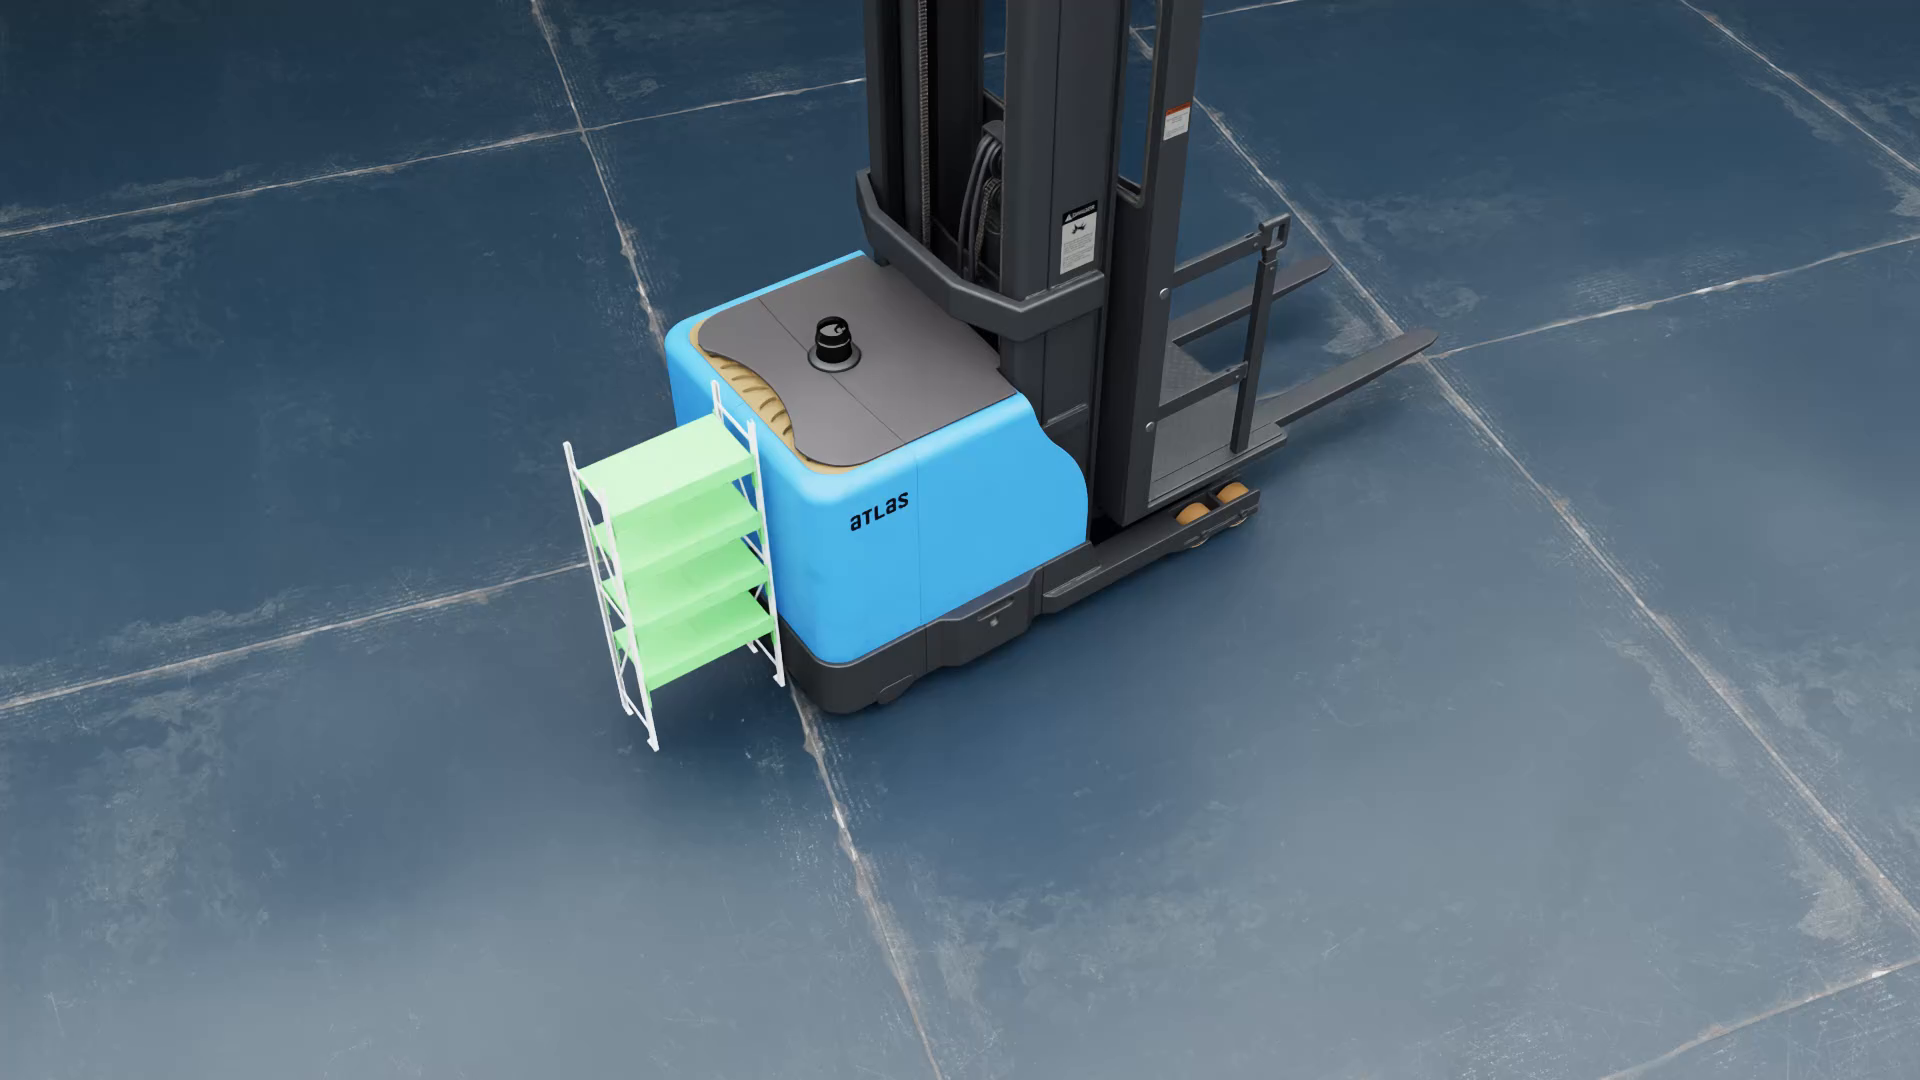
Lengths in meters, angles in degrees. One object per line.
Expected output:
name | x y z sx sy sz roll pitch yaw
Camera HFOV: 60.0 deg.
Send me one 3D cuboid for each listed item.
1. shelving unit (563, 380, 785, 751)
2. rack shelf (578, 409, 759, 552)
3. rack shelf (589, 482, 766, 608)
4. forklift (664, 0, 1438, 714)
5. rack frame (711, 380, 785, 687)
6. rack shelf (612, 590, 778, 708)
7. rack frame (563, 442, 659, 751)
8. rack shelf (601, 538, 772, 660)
shelving unit | -0.879 0.111 5.293 0.503 1.200 0.258 -26 51 -24
rack shelf | -0.879 -0.183 4.998 0.480 0.148 0.258 -26 51 -24
rack shelf | -0.879 -0.014 5.168 0.480 0.148 0.258 -26 51 -24
forklift | 0.517 -1.290 5.467 3.031 2.935 1.130 -26 51 -24
rack frame | -0.679 0.012 5.391 0.015 1.200 0.240 -26 51 -24
rack shelf | -0.879 0.325 5.508 0.480 0.148 0.258 -26 51 -24
rack frame | -1.080 0.210 5.194 0.015 1.200 0.240 -26 51 -24
rack shelf | -0.879 0.156 5.338 0.480 0.148 0.258 -26 51 -24
